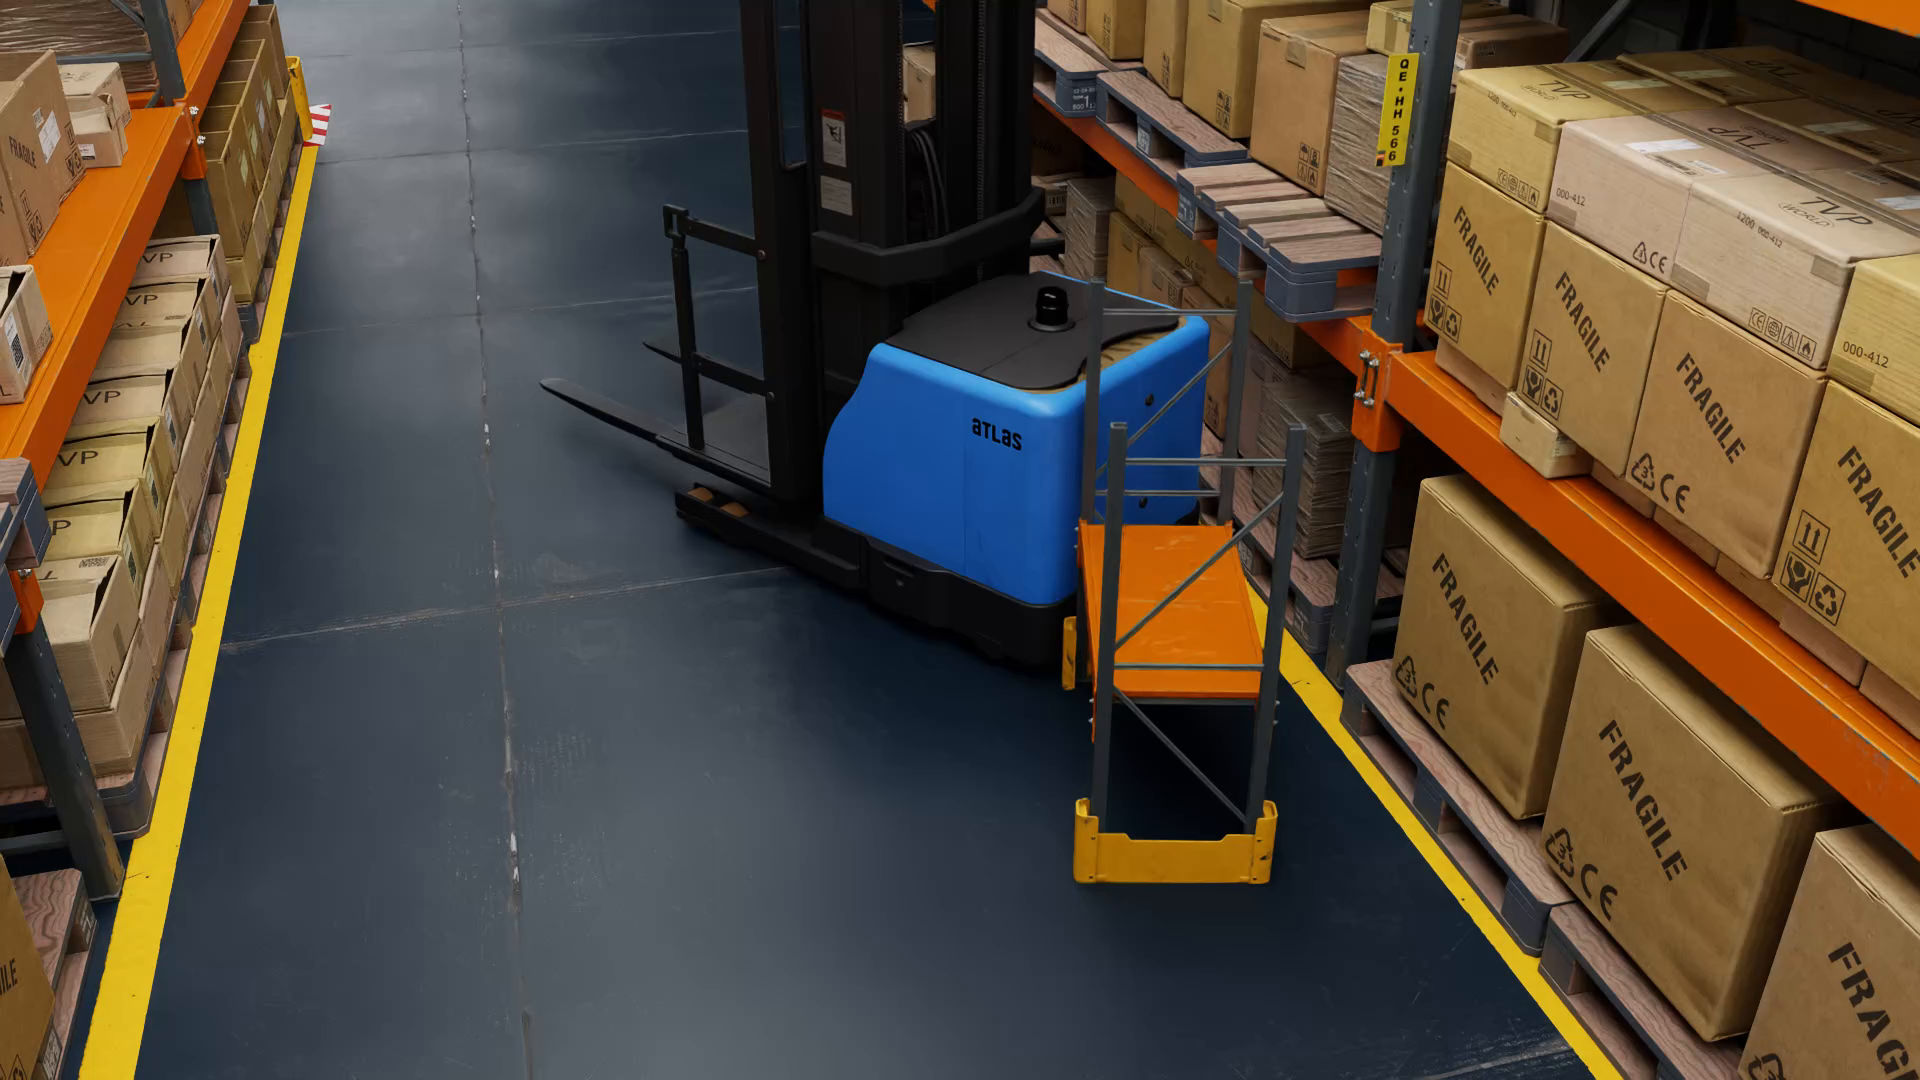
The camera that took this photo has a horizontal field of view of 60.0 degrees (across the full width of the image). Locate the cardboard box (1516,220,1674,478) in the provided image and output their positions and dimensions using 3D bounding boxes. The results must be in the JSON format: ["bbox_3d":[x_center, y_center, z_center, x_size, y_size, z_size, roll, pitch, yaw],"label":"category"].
[{"bbox_3d":[1.807,-0.516,4.230,0.500,0.500,0.500,-7,31,-12],"label":"cardboard box"}]

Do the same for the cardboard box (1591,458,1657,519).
[{"bbox_3d":[1.892,-0.201,4.333,0.380,0.149,0.250,-8,31,-14],"label":"cardboard box"}]

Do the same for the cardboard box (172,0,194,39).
[{"bbox_3d":[-4.442,-2.883,8.637,0.700,0.500,0.500,-7,31,-13],"label":"cardboard box"}]

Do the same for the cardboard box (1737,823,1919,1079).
[{"bbox_3d":[2.320,1.097,3.587,0.750,0.750,0.750,-7,31,-12],"label":"cardboard box"}]

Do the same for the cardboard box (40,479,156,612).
[{"bbox_3d":[-2.984,0.023,5.481,0.500,0.311,0.500,-9,31,-15],"label":"cardboard box"}]

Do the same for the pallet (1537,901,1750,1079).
[{"bbox_3d":[2.251,1.328,4.245,1.003,0.211,1.213,-8,31,-13],"label":"pallet"}]

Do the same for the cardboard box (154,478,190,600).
[{"bbox_3d":[-3.114,0.026,6.037,0.500,0.250,0.500,-9,31,-15],"label":"cardboard box"}]

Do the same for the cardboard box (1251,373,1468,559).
[{"bbox_3d":[1.553,-0.307,6.343,0.700,0.500,0.500,-7,31,-13],"label":"cardboard box"}]

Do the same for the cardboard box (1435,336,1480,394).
[{"bbox_3d":[1.659,-0.568,4.968,0.380,0.149,0.250,-8,31,-14],"label":"cardboard box"}]

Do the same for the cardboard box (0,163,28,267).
[{"bbox_3d":[-3.441,-1.049,5.468,0.500,0.500,0.500,-10,31,-16],"label":"cardboard box"}]

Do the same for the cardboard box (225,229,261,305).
[{"bbox_3d":[-3.873,-1.386,8.475,0.500,0.250,0.500,-8,31,-13],"label":"cardboard box"}]

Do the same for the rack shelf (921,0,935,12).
[{"bbox_3d":[0.202,-3.445,10.425,1.077,0.370,4.000,-8,31,-13],"label":"rack shelf"}]

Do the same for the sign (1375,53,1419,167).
[{"bbox_3d":[1.274,-1.248,4.835,0.100,0.325,0.005,-8,31,-13],"label":"sign"}]

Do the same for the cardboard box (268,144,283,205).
[{"bbox_3d":[-4.267,-2.111,9.728,0.500,0.250,0.500,-8,31,-13],"label":"cardboard box"}]

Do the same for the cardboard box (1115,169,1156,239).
[{"bbox_3d":[1.065,-1.658,7.927,0.500,0.250,0.500,-8,31,-14],"label":"cardboard box"}]

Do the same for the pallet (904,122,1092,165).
[{"bbox_3d":[0.193,-2.493,10.847,1.003,0.211,1.213,-8,31,-13],"label":"pallet"}]

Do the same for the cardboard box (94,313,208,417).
[{"bbox_3d":[-3.384,-0.715,6.756,0.500,0.311,0.500,-8,31,-13],"label":"cardboard box"}]

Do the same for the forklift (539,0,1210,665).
[{"bbox_3d":[-0.535,-1.433,6.300,3.031,2.935,1.130,23,37,34],"label":"forklift"}]

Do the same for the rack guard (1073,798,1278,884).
[{"bbox_3d":[0.636,0.897,4.950,0.587,0.250,0.087,0,30,1],"label":"rack guard"}]

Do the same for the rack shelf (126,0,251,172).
[{"bbox_3d":[-4.573,-2.784,9.284,1.077,0.370,4.000,-8,31,-13],"label":"rack shelf"}]

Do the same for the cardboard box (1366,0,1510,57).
[{"bbox_3d":[1.575,-1.689,5.486,0.380,0.149,0.250,-13,33,-22],"label":"cardboard box"}]

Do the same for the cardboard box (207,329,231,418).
[{"bbox_3d":[-3.520,-0.715,7.317,0.500,0.250,0.500,-8,31,-14],"label":"cardboard box"}]

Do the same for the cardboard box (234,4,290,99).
[{"bbox_3d":[-4.675,-3.158,10.789,0.500,0.500,0.500,-8,31,-13],"label":"cardboard box"}]

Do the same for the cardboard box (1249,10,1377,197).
[{"bbox_3d":[1.486,-1.584,5.953,0.700,0.500,0.500,-11,32,-18],"label":"cardboard box"}]

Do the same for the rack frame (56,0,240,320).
[{"bbox_3d":[-4.042,-2.130,7.435,1.000,3.000,0.127,-8,31,-13],"label":"rack frame"}]

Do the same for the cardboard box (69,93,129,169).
[{"bbox_3d":[-3.632,-1.671,6.777,0.396,0.266,0.258,-9,31,-14],"label":"cardboard box"}]

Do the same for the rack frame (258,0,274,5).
[{"bbox_3d":[-5.104,-4.061,10.773,1.000,3.000,0.127,-8,31,-13],"label":"rack frame"}]

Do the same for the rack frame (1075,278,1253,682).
[{"bbox_3d":[0.654,-0.152,5.516,0.500,1.500,0.032,0,30,1],"label":"rack frame"}]

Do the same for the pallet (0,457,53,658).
[{"bbox_3d":[-2.733,0.203,3.596,1.213,0.211,1.003,-8,31,-13],"label":"pallet"}]

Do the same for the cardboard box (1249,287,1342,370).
[{"bbox_3d":[1.462,-0.916,6.645,0.500,0.250,0.500,-7,31,-12],"label":"cardboard box"}]

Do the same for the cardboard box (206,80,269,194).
[{"bbox_3d":[-4.129,-2.194,9.124,0.500,0.500,0.500,-8,31,-13],"label":"cardboard box"}]

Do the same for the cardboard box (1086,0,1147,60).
[{"bbox_3d":[0.977,-2.502,7.540,0.700,0.500,0.500,-5,30,-8],"label":"cardboard box"}]

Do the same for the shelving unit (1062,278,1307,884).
[{"bbox_3d":[0.645,0.107,5.068,0.587,1.500,1.083,0,30,1],"label":"shelving unit"}]

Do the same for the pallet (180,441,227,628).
[{"bbox_3d":[-3.481,0.018,6.508,1.003,0.211,1.213,-8,31,-13],"label":"pallet"}]

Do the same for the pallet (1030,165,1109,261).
[{"bbox_3d":[0.521,-1.903,9.827,1.003,0.211,1.213,-8,31,-13],"label":"pallet"}]

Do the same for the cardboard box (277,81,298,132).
[{"bbox_3d":[-4.677,-2.833,10.977,0.500,0.250,0.500,-8,31,-13],"label":"cardboard box"}]

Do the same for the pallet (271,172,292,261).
[{"bbox_3d":[-4.540,-1.903,9.826,1.003,0.211,1.213,-8,31,-13],"label":"pallet"}]

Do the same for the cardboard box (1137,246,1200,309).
[{"bbox_3d":[1.226,-1.051,7.627,0.700,0.500,0.500,-8,31,-13],"label":"cardboard box"}]

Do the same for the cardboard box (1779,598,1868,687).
[{"bbox_3d":[2.076,0.171,3.691,0.380,0.149,0.250,-8,31,-13],"label":"cardboard box"}]

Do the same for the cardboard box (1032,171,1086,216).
[{"bbox_3d":[0.562,-2.009,9.615,0.380,0.166,0.250,-12,32,-20],"label":"cardboard box"}]

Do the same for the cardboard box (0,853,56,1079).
[{"bbox_3d":[-2.506,1.114,3.887,0.500,0.500,0.500,-7,31,-11],"label":"cardboard box"}]

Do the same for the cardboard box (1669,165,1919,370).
[{"bbox_3d":[1.946,-0.609,3.643,0.500,0.250,0.500,-8,31,-13],"label":"cardboard box"}]

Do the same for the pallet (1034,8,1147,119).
[{"bbox_3d":[0.796,-2.318,7.953,1.003,0.211,1.213,-8,31,-13],"label":"pallet"}]
